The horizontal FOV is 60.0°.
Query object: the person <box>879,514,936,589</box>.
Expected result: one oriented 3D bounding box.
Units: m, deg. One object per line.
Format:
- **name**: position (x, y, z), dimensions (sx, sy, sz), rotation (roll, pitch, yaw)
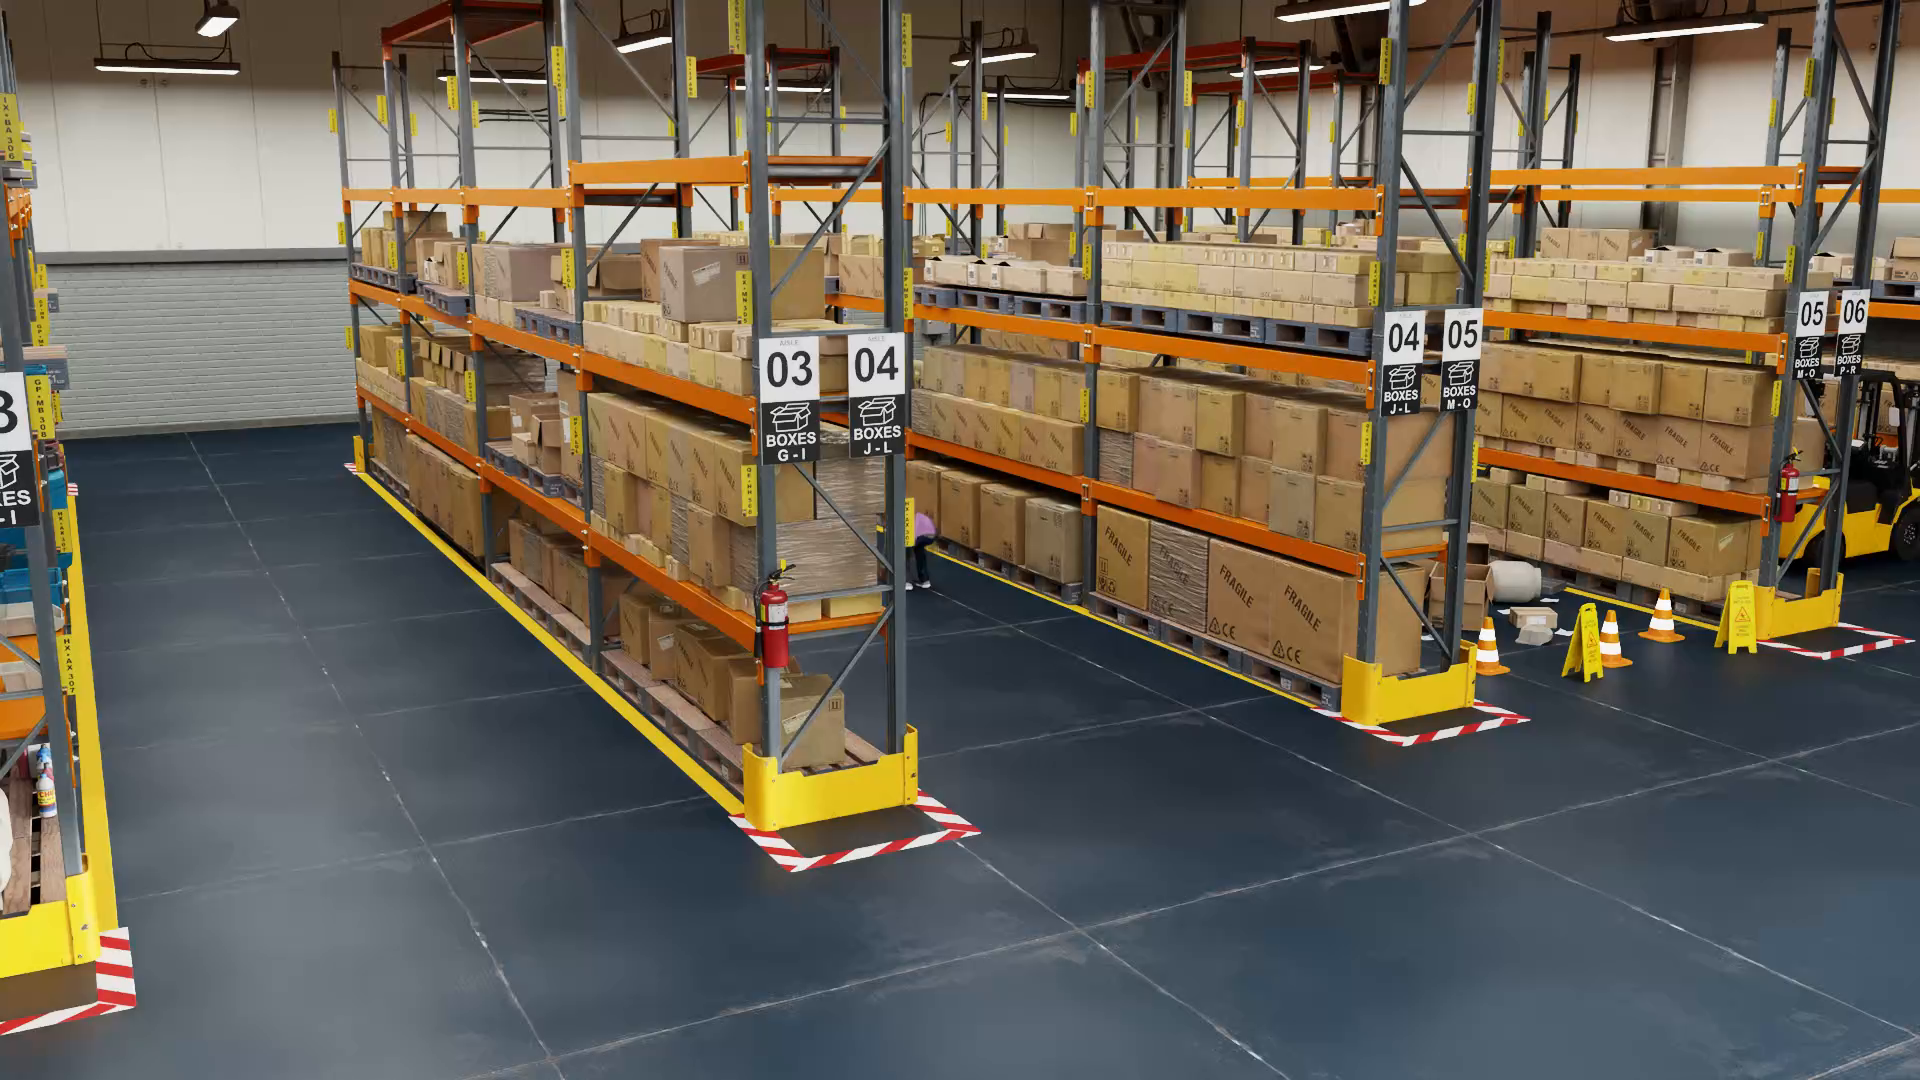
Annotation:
- **person**: position (-0.565, 0.096, 17.504), dimensions (0.432, 0.808, 0.864), rotation (-7, 14, -30)
